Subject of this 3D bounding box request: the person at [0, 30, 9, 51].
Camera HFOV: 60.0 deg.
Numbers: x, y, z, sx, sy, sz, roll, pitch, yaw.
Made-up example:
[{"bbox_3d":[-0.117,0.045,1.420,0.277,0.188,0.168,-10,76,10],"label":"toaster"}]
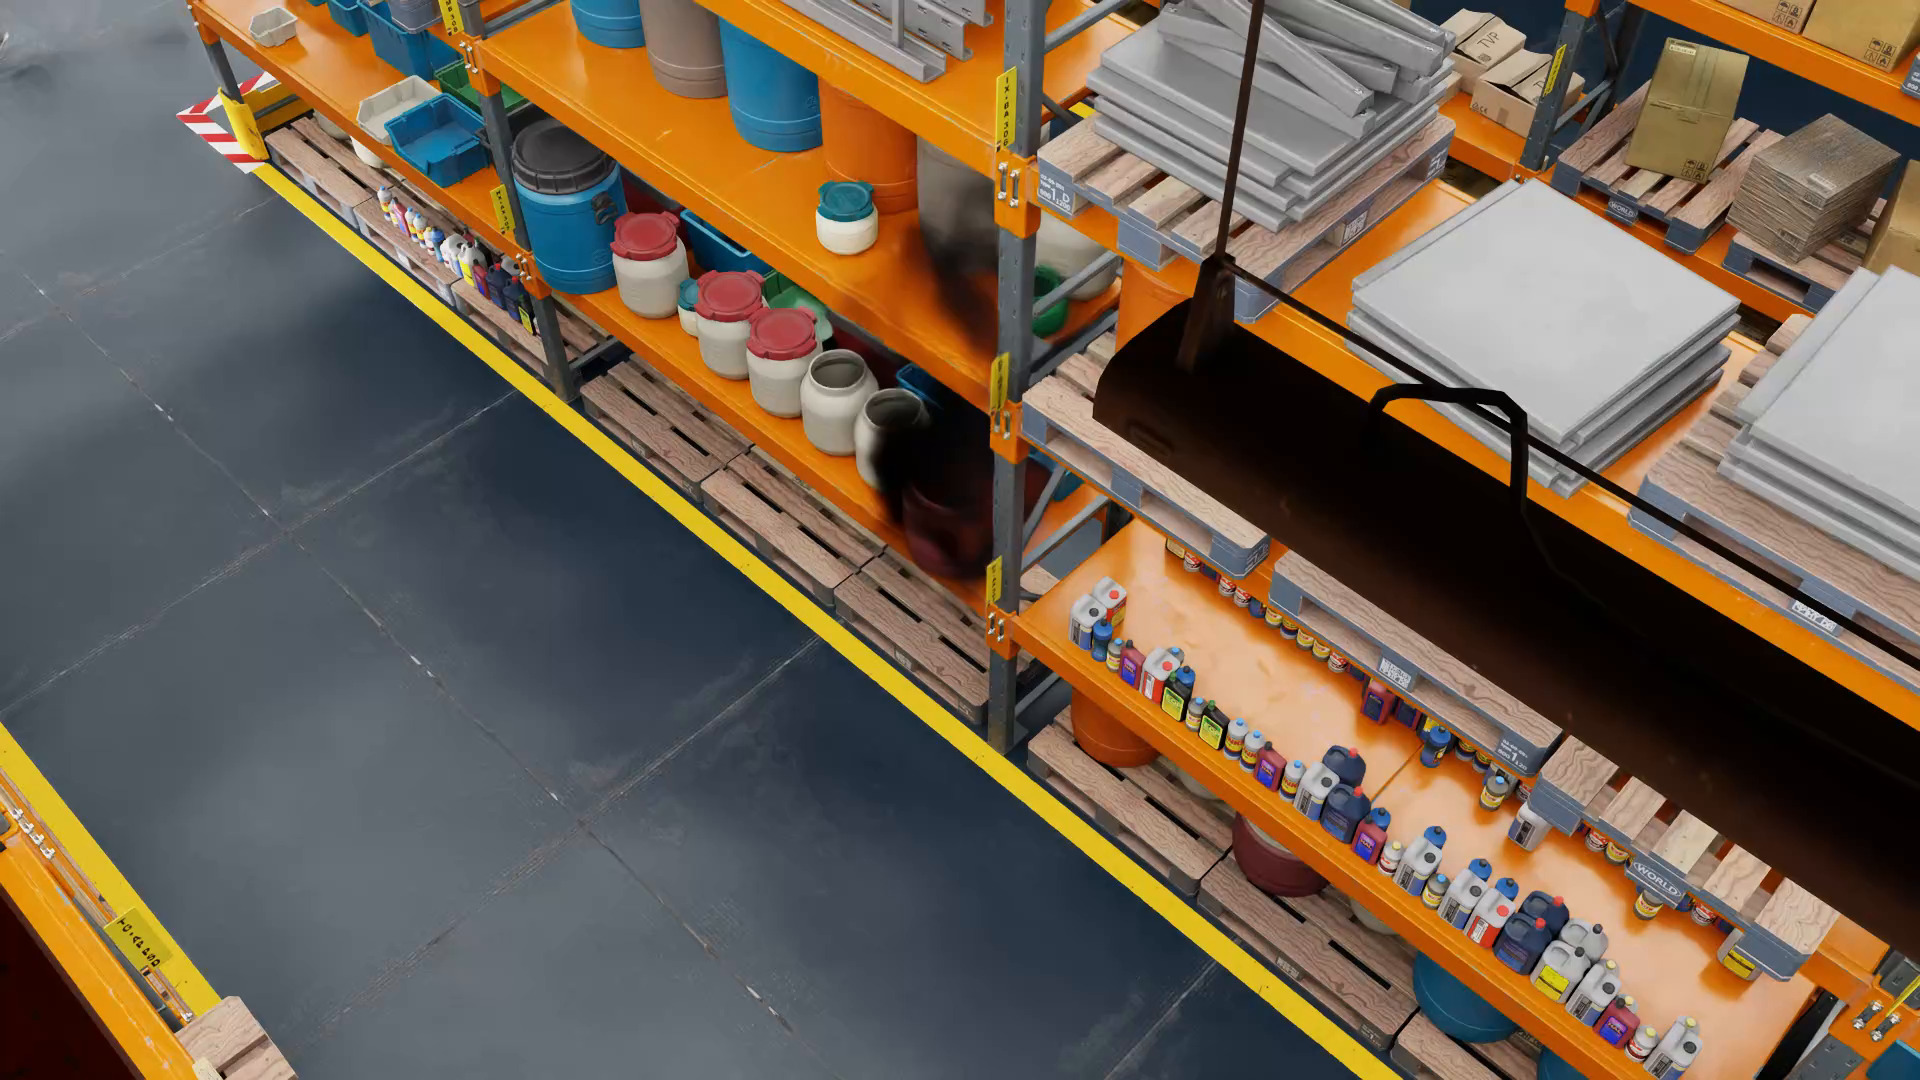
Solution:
[{"bbox_3d":[-8.141,-4.419,12.978,0.910,1.747,0.647,-4,50,-3],"label":"person"}]
